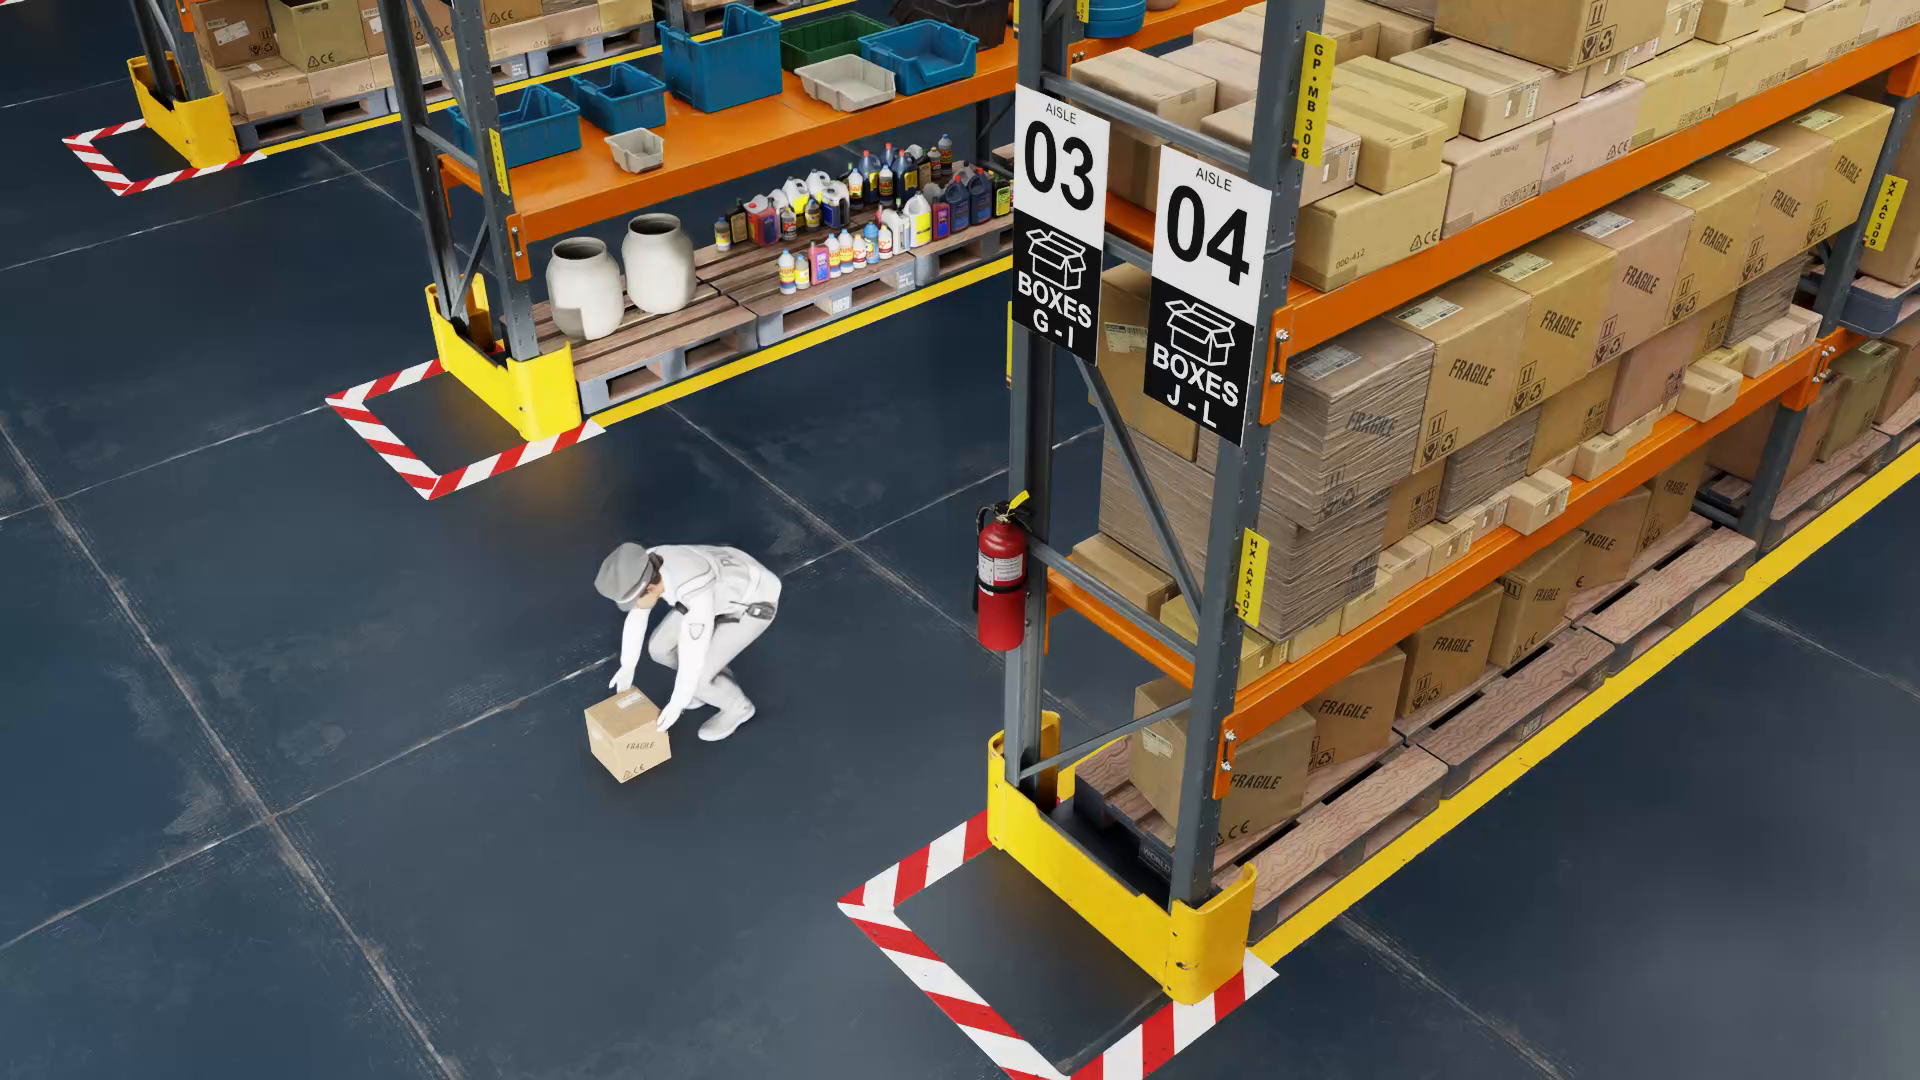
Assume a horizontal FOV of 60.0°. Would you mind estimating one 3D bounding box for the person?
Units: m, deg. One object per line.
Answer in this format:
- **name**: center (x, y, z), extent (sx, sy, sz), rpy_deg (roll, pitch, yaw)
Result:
- **person**: center (-1.126, 0.377, 7.063), extent (0.825, 1.075, 0.505), rpy_deg (-27, 44, -31)
